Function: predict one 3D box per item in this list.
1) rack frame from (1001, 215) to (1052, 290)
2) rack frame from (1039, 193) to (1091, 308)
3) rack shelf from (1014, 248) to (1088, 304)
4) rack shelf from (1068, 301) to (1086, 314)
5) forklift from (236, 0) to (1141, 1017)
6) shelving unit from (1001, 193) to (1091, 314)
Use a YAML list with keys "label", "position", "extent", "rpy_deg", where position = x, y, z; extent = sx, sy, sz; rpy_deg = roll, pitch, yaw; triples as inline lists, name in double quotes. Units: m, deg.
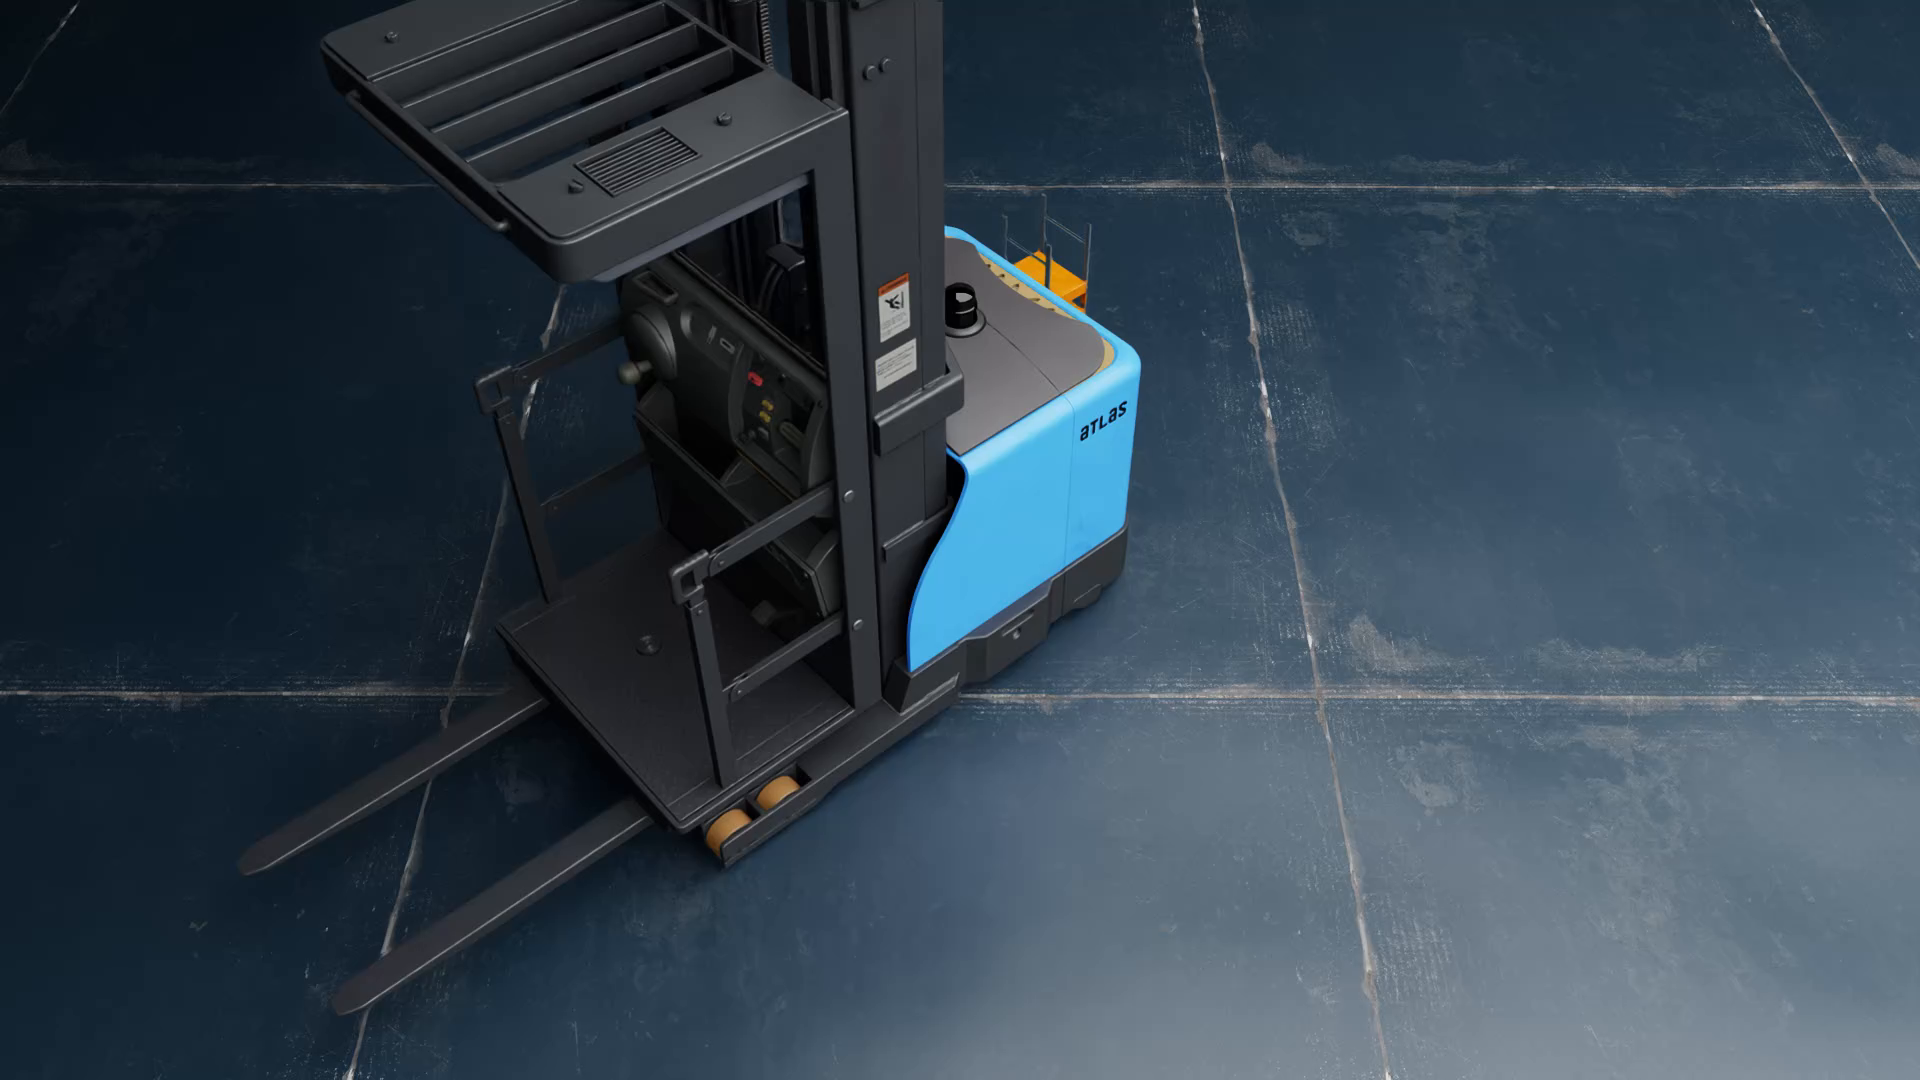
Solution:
- label: "rack frame"
  position: [0.224, -0.628, 6.015]
  extent: [0.006, 1.200, 0.240]
  rpy_deg: [-33, 55, -27]
- label: "rack frame"
  position: [0.361, -0.717, 6.097]
  extent: [0.006, 1.200, 0.240]
  rpy_deg: [-33, 55, -27]
- label: "rack shelf"
  position: [0.292, -0.887, 5.825]
  extent: [0.180, 0.103, 0.258]
  rpy_deg: [-33, 55, -27]
- label: "rack shelf"
  position: [0.292, -0.806, 5.913]
  extent: [0.180, 0.103, 0.258]
  rpy_deg: [-33, 55, -27]
- label: "forklift"
  position: [-0.839, -0.416, 4.635]
  extent: [3.031, 2.935, 1.130]
  rpy_deg: [-33, 55, -27]
- label: "shelving unit"
  position: [0.292, -0.672, 6.056]
  extent: [0.189, 1.200, 0.258]
  rpy_deg: [-33, 55, -27]
